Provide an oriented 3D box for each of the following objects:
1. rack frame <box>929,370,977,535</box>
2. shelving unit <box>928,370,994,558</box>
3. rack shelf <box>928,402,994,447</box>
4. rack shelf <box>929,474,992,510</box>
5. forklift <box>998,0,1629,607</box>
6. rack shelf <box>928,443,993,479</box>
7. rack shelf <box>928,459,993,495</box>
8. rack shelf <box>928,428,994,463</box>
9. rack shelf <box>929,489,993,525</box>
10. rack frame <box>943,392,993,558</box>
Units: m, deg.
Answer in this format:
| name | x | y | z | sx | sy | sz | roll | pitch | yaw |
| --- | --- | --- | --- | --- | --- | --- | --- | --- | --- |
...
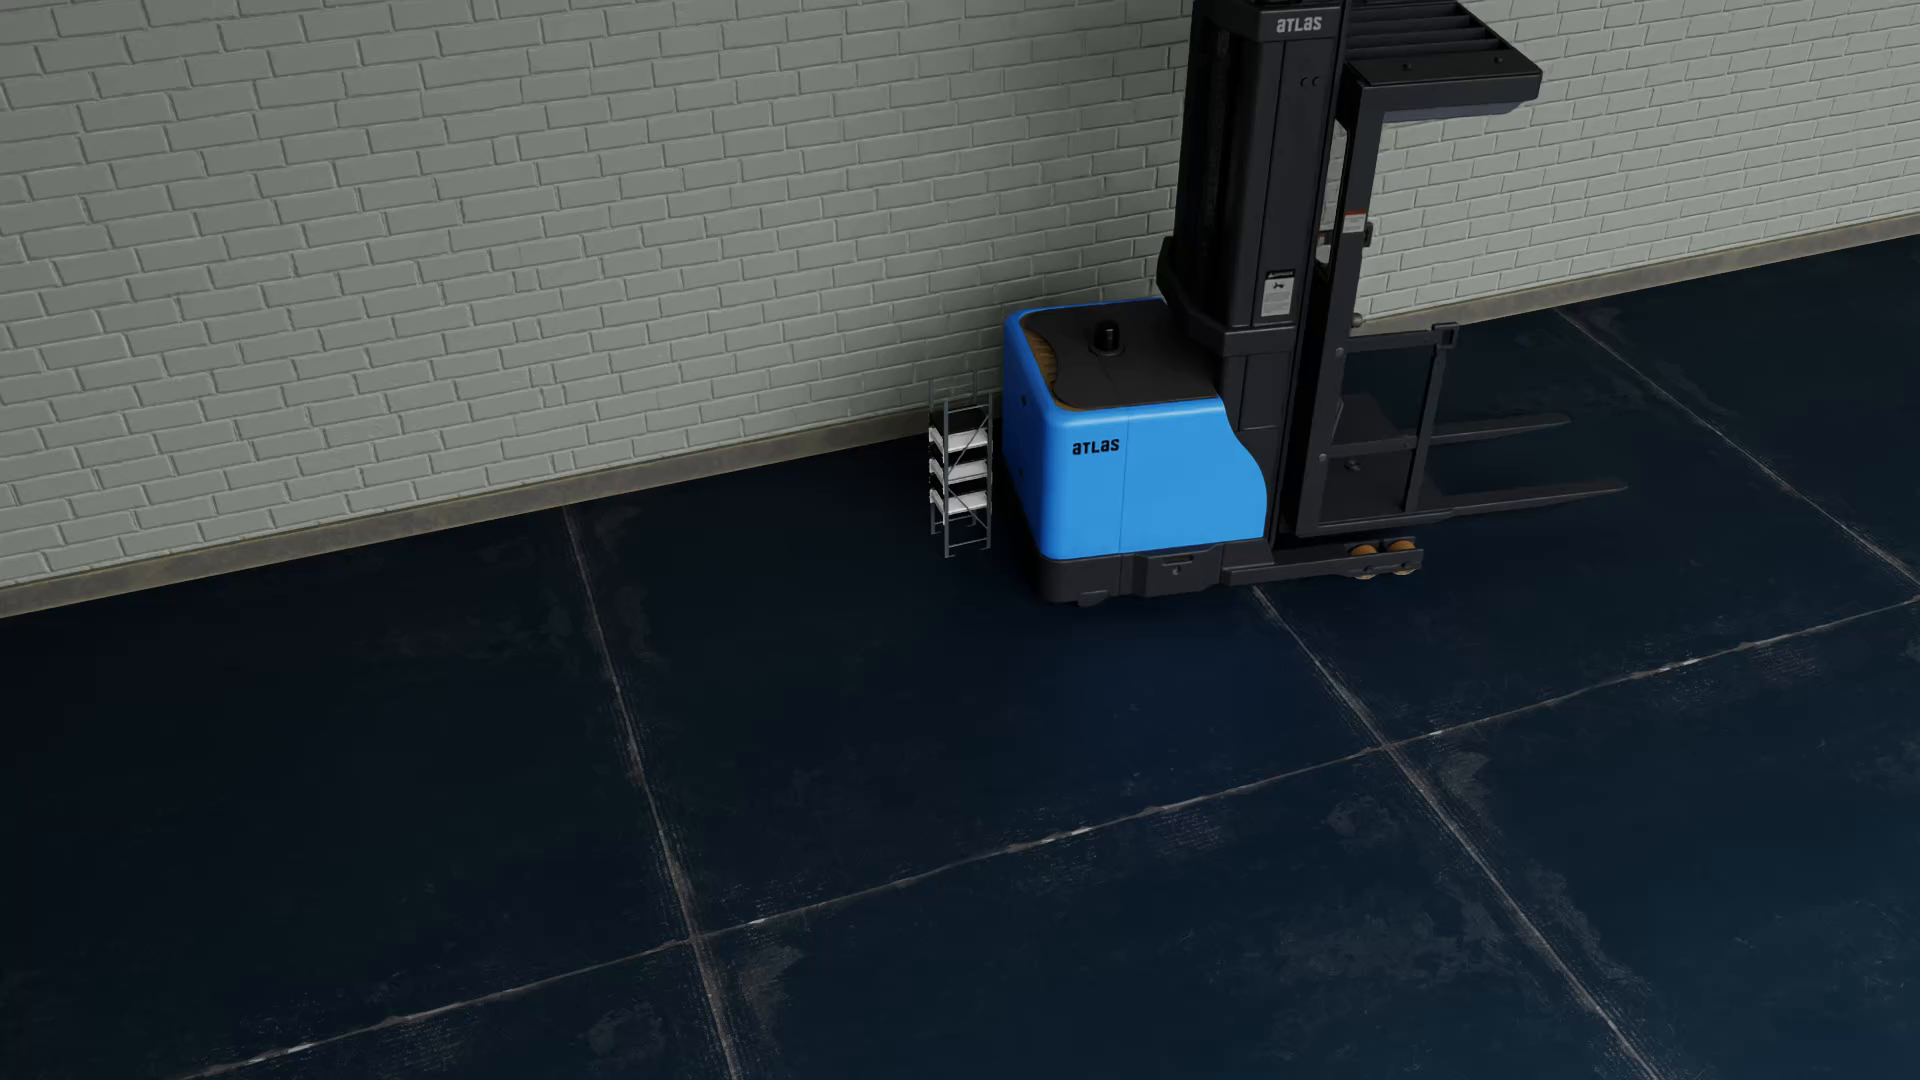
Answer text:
| name | x | y | z | sx | sy | sz | roll | pitch | yaw |
| --- | --- | --- | --- | --- | --- | --- | --- | --- | --- |
| rack frame | -0.032 | -0.412 | 8.049 | 0.240 | 0.900 | 0.006 | -12 | 39 | -16 |
| shelving unit | 0.003 | -0.355 | 7.973 | 0.258 | 0.900 | 0.210 | -12 | 39 | -16 |
| rack shelf | 0.003 | -0.544 | 7.831 | 0.258 | 0.077 | 0.200 | -12 | 39 | -16 |
| rack shelf | 0.003 | -0.256 | 8.047 | 0.258 | 0.077 | 0.200 | -12 | 39 | -16 |
| forklift | 1.764 | -1.287 | 7.523 | 3.031 | 2.935 | 1.130 | -6 | 37 | -8 |
| rack shelf | 0.003 | -0.400 | 7.939 | 0.258 | 0.077 | 0.200 | -12 | 39 | -16 |
| rack shelf | 0.003 | -0.328 | 7.993 | 0.258 | 0.077 | 0.200 | -12 | 39 | -16 |
| rack shelf | 0.003 | -0.472 | 7.885 | 0.258 | 0.077 | 0.200 | -12 | 39 | -16 |
| rack shelf | 0.003 | -0.184 | 8.102 | 0.258 | 0.077 | 0.200 | -12 | 39 | -16 |
| rack frame | 0.038 | -0.297 | 7.897 | 0.240 | 0.900 | 0.006 | -12 | 39 | -16 |
